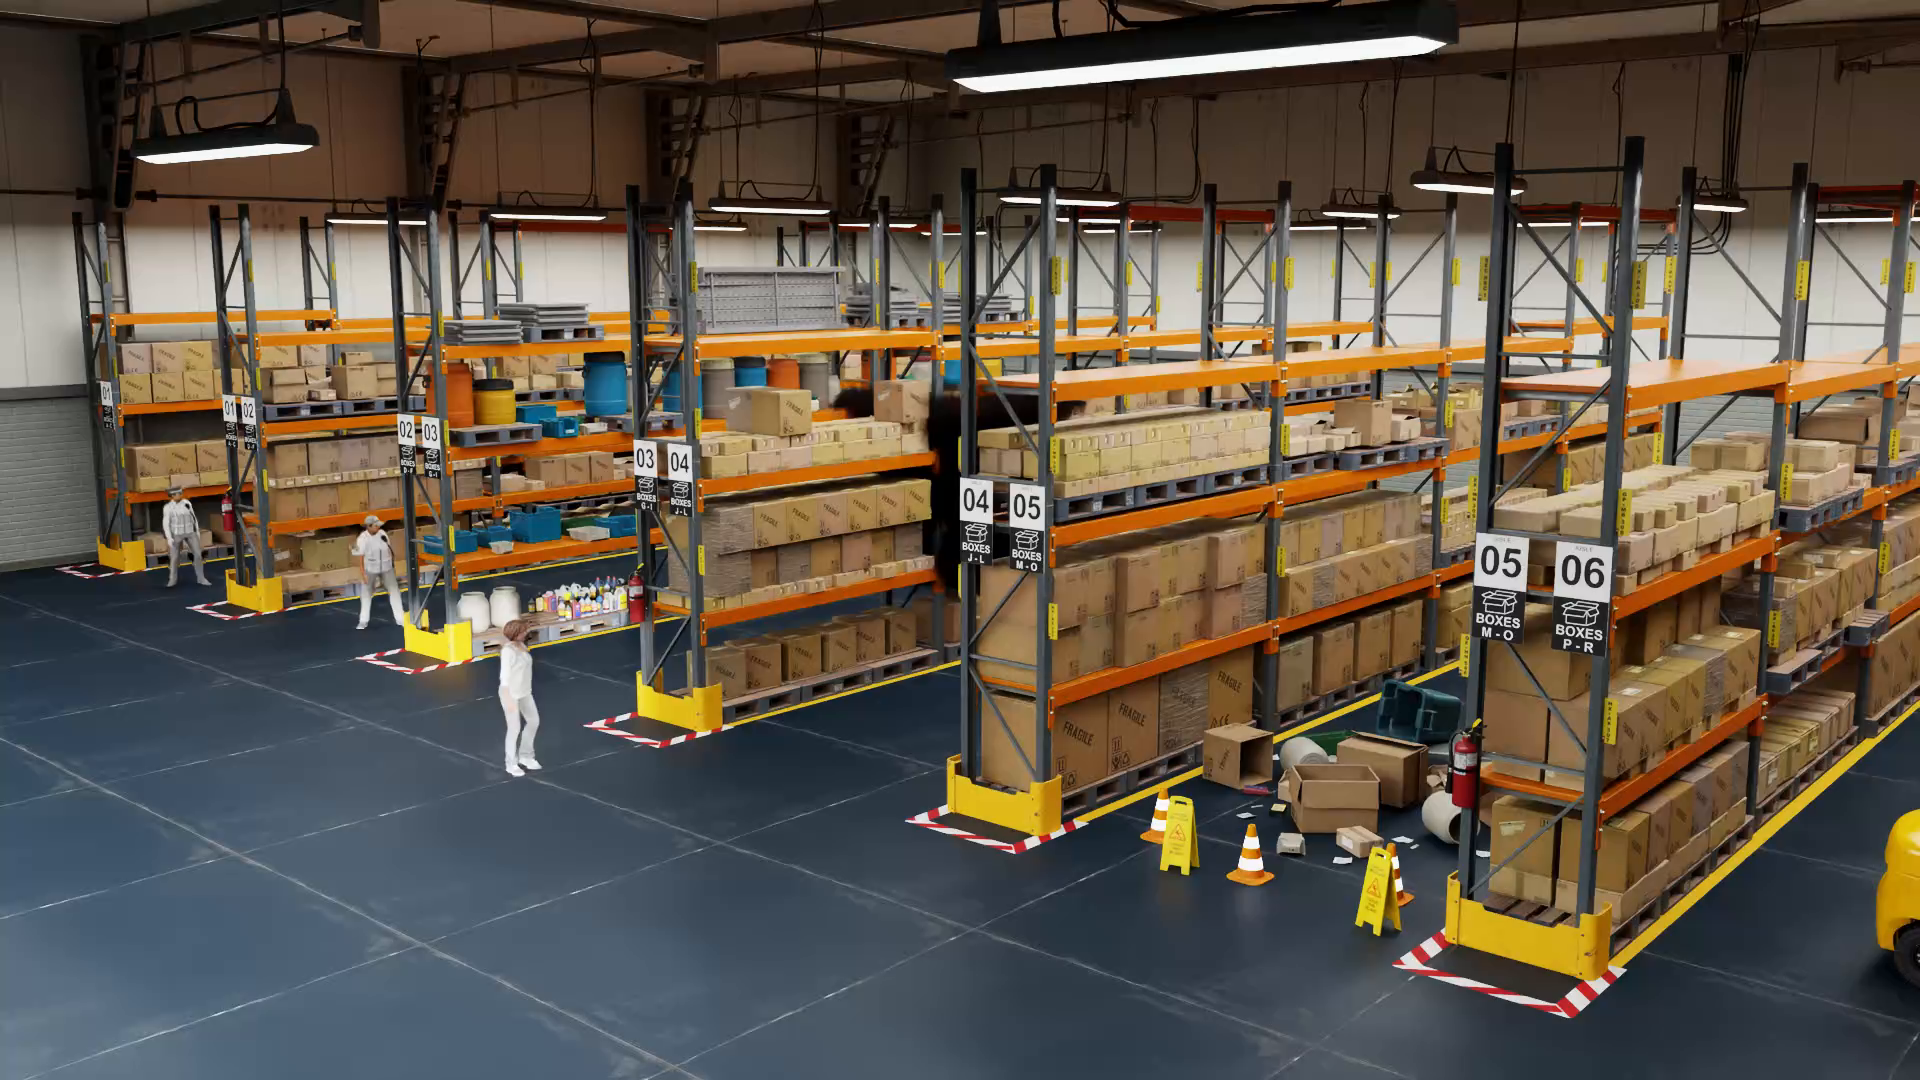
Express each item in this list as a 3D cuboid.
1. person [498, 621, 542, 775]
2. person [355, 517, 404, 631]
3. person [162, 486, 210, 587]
[{"bbox_3d":[-4.510,1.619,16.910,0.377,1.614,0.545,4,10,21],"label":"person"},{"bbox_3d":[-8.261,0.467,23.659,0.687,1.643,0.511,-7,12,-35],"label":"person"},{"bbox_3d":[-12.460,-0.046,26.674,0.624,1.669,0.643,-8,12,-40],"label":"person"}]
